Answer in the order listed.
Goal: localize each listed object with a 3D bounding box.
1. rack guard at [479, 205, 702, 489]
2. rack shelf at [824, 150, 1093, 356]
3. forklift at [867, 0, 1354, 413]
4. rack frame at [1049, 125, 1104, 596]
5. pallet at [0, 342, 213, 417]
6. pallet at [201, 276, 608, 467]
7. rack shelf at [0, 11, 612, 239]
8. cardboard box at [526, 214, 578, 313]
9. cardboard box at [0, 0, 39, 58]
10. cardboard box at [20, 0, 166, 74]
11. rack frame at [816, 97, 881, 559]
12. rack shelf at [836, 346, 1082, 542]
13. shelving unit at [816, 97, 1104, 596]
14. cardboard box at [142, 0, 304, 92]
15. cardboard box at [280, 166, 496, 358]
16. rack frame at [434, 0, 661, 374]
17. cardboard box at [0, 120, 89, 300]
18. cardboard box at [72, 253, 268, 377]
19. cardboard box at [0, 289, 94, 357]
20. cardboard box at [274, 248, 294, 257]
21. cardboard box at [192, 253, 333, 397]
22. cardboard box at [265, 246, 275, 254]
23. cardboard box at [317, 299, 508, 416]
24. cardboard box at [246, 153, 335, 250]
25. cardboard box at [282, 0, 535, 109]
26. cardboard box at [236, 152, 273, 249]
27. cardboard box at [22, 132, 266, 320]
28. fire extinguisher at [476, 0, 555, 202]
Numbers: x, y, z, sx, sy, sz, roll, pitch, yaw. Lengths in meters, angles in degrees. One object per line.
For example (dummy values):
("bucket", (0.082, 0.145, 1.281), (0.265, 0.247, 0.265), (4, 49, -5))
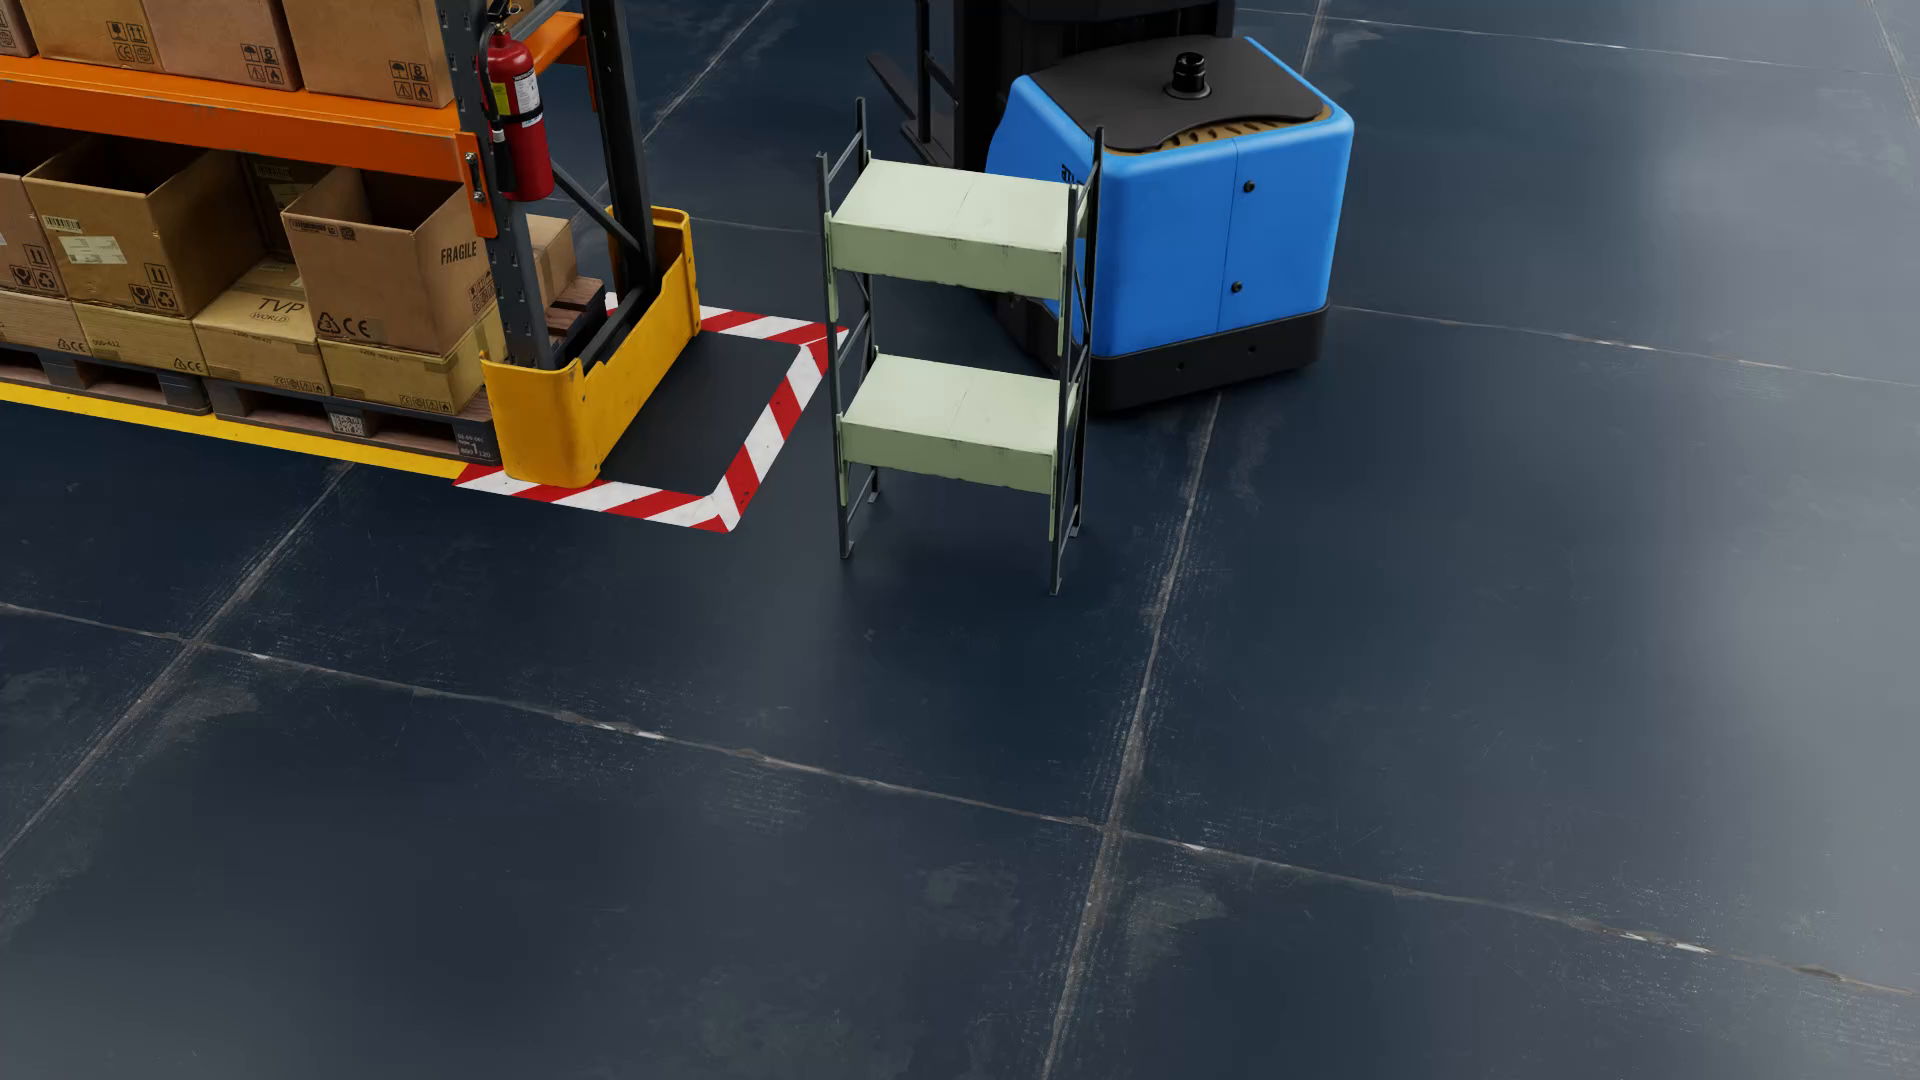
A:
("rack guard", (-1.357, -0.757, 6.262), (0.348, 0.500, 1.175), (10, 41, 11))
("rack shelf", (0.006, -0.872, 5.015), (0.720, 0.370, 0.431), (10, 41, 11))
("forklift", (0.404, -2.551, 6.509), (1.130, 2.935, 3.031), (-14, 42, -16))
("rack frame", (0.360, -0.512, 5.194), (0.023, 1.500, 0.400), (10, 41, 11))
("pallet", (-3.304, -0.955, 6.723), (1.213, 0.211, 1.003), (10, 41, 11))
("pallet", (-2.129, -0.751, 6.480), (1.213, 0.211, 1.003), (10, 41, 11))
("rack shelf", (-3.312, -1.775, 6.090), (4.000, 0.370, 1.077), (10, 41, 11))
("cardboard box", (-1.840, -1.053, 6.483), (0.500, 0.250, 0.500), (10, 41, 11))
("cardboard box", (-3.324, -2.097, 5.837), (0.500, 0.500, 0.700), (11, 41, 13))
("cardboard box", (-2.814, -2.012, 5.736), (0.500, 0.500, 0.700), (10, 41, 12))
("rack frame", (-0.347, -0.634, 5.339), (0.023, 1.500, 0.400), (10, 41, 11))
("rack shelf", (0.006, -0.324, 5.476), (0.720, 0.370, 0.431), (10, 41, 11))
("shelving unit", (0.006, -0.573, 5.266), (0.755, 1.500, 0.431), (10, 41, 11))
("cardboard box", (-2.336, -1.926, 5.633), (0.500, 0.500, 0.700), (11, 41, 13))
("cardboard box", (-1.975, -1.017, 5.857), (0.500, 0.500, 0.500), (10, 41, 11))
("rack frame", (-1.380, -1.718, 5.463), (0.127, 3.000, 1.000), (10, 41, 11))
("cardboard box", (-3.427, -1.258, 6.144), (0.500, 0.500, 0.500), (10, 41, 11))
("cardboard box", (-2.944, -0.889, 6.288), (0.500, 0.250, 0.500), (10, 41, 11))
("cardboard box", (-3.426, -0.973, 6.388), (0.500, 0.250, 0.500), (10, 41, 11))
("cardboard box", (-2.324, -1.134, 6.579), (0.500, 0.250, 0.500), (10, 41, 11))
("cardboard box", (-2.460, -0.807, 6.190), (0.500, 0.250, 0.500), (10, 41, 11))
("cardboard box", (-2.807, -1.217, 6.679), (0.500, 0.250, 0.500), (10, 41, 11))
("cardboard box", (-1.974, -0.731, 6.100), (0.500, 0.250, 0.500), (10, 41, 11))
("cardboard box", (-2.324, -1.422, 6.339), (0.500, 0.500, 0.500), (10, 41, 11))
("cardboard box", (-1.828, -1.842, 5.533), (0.500, 0.500, 0.700), (10, 41, 11))
("cardboard box", (-2.810, -1.497, 6.429), (0.500, 0.500, 0.500), (10, 41, 11))
("cardboard box", (-2.945, -1.174, 6.044), (0.500, 0.500, 0.500), (10, 41, 11))
("fire extinguisher", (-1.386, -1.380, 5.121), (0.183, 0.674, 0.296), (10, 41, 11))
